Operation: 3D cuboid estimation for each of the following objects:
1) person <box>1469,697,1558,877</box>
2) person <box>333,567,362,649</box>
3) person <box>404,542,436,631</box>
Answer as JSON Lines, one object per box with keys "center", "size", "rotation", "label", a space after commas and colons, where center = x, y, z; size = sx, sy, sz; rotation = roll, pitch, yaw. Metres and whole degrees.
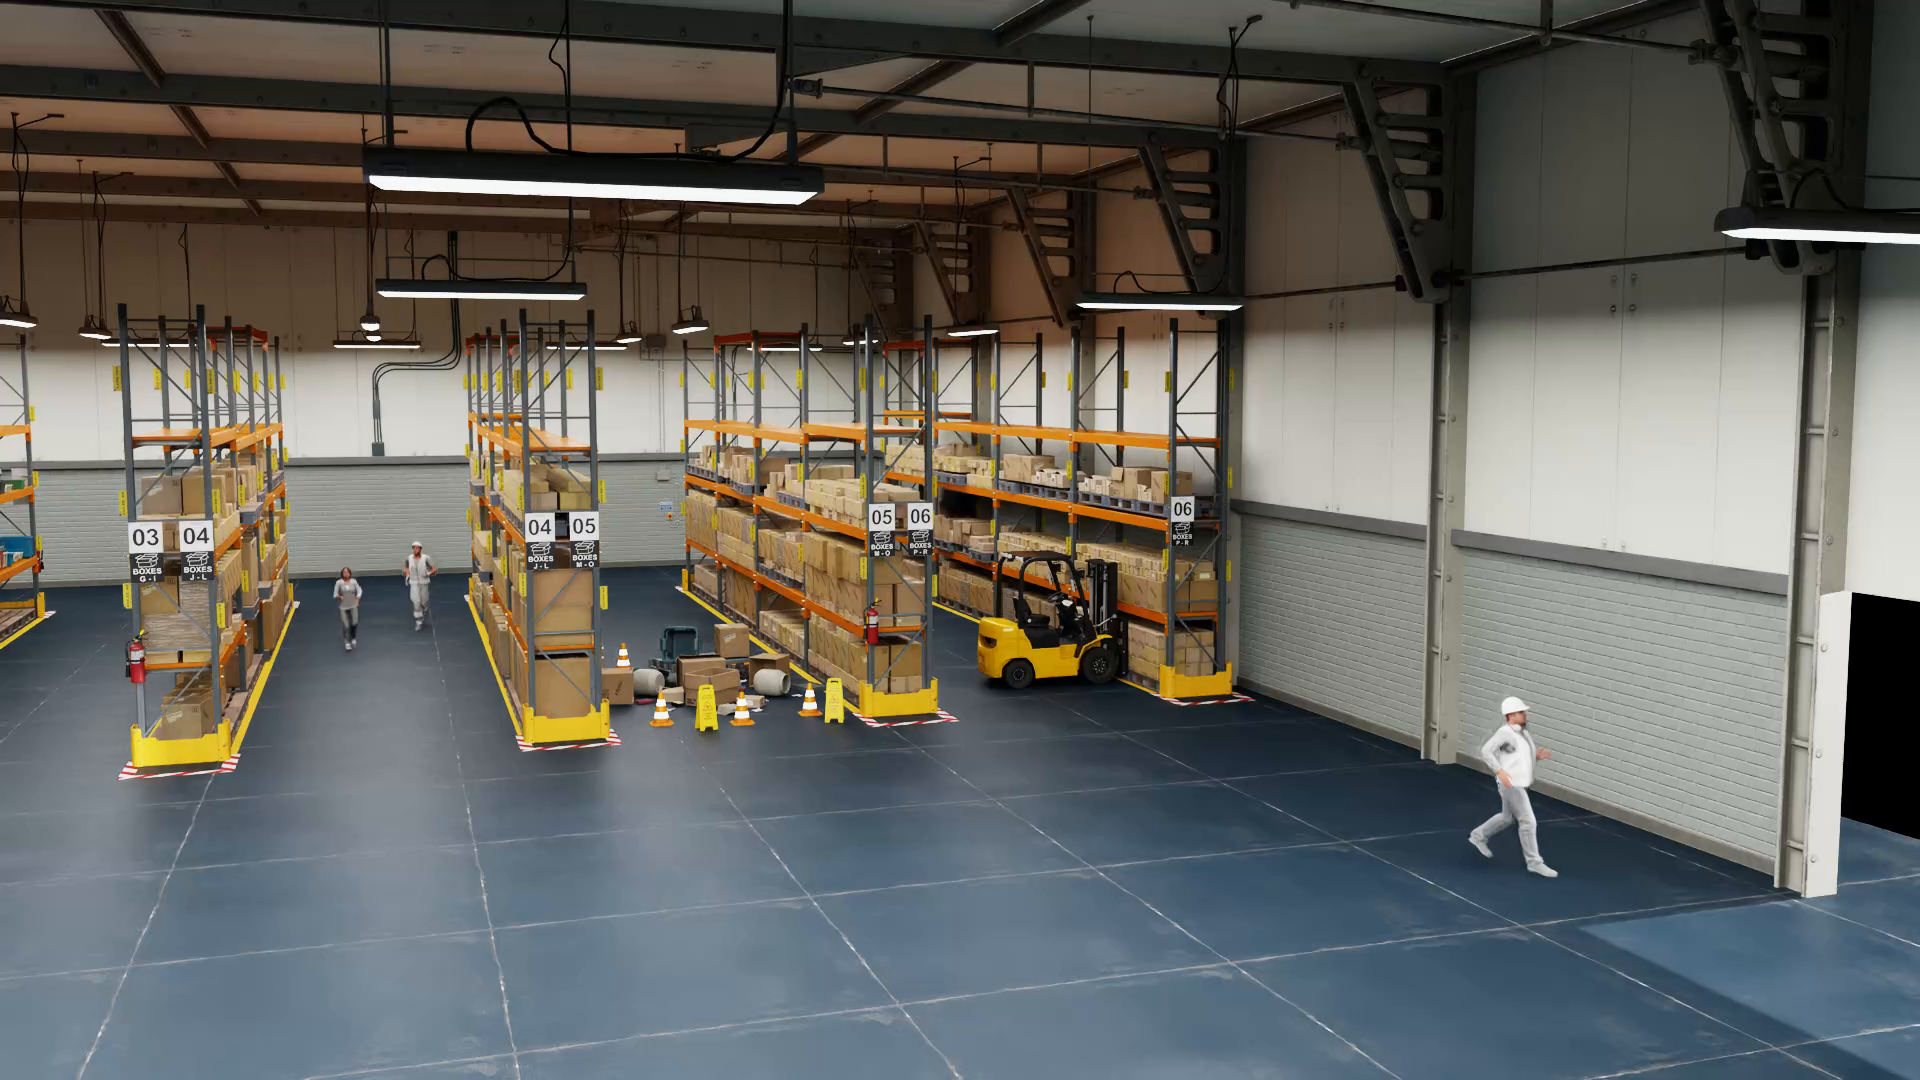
{"center": [5.666, 2.485, 16.998], "size": [0.960, 1.767, 0.652], "rotation": [4, 7, 36], "label": "person"}
{"center": [-11.380, 1.279, 30.950], "size": [0.512, 1.561, 0.593], "rotation": [-2, 6, -23], "label": "person"}
{"center": [-10.958, 0.918, 33.765], "size": [0.643, 1.788, 0.881], "rotation": [-1, 6, -11], "label": "person"}
